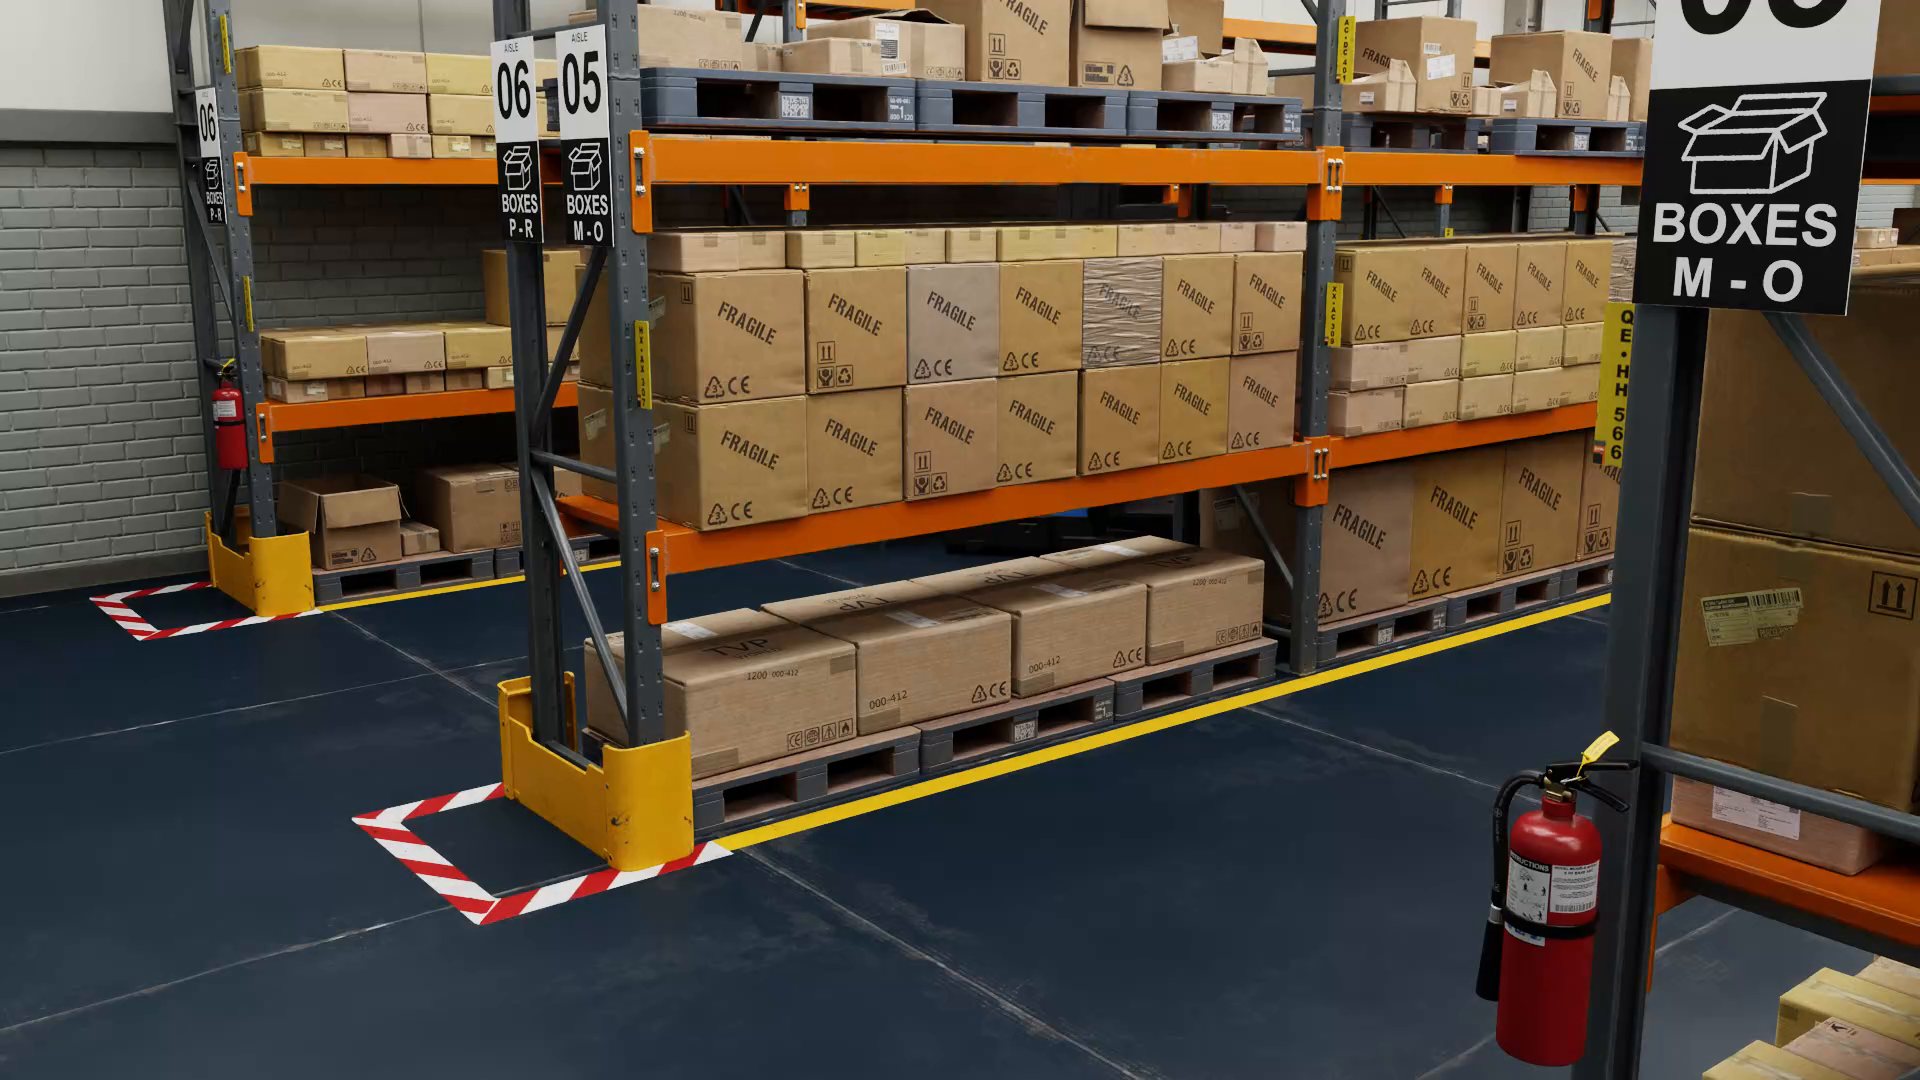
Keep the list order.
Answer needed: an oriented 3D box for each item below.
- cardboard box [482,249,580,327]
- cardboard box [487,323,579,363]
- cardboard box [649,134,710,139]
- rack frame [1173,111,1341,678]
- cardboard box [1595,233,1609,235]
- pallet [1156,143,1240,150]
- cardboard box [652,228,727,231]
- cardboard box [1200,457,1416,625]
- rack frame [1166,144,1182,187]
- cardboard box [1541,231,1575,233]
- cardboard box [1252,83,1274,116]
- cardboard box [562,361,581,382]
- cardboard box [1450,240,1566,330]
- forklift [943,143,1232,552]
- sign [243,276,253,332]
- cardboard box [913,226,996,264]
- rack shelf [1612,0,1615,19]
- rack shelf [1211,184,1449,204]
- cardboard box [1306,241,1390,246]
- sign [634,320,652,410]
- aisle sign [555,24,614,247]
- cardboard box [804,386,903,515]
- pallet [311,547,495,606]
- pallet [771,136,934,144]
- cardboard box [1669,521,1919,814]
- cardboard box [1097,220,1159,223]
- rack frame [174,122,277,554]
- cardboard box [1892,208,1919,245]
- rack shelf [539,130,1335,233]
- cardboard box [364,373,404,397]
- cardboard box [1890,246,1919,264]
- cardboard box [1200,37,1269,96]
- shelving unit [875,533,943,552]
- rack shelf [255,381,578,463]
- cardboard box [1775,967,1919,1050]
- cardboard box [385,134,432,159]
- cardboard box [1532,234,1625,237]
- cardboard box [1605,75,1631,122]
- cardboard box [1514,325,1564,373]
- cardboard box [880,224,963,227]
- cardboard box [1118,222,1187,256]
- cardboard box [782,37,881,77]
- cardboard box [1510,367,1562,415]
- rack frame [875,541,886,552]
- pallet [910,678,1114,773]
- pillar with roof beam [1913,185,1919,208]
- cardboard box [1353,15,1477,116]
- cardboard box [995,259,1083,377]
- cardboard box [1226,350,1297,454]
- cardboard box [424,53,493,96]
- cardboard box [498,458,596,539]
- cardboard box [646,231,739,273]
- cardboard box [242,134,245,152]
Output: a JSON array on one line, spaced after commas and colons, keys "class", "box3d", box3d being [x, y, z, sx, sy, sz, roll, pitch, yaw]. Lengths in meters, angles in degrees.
[{"class": "cardboard box", "box3d": [-2.935, -1.735, 11.420, 0.500, 0.500, 0.500, -9, 15, -36]}, {"class": "cardboard box", "box3d": [-2.933, -1.376, 11.530, 0.500, 0.250, 0.500, -10, 16, -39]}, {"class": "cardboard box", "box3d": [-2.125, -2.973, 11.830, 0.500, 0.250, 0.500, -10, 16, -40]}, {"class": "rack frame", "box3d": [1.598, -0.801, 9.180, 0.127, 3.000, 1.000, -9, 15, -38]}, {"class": "cardboard box", "box3d": [7.356, -3.518, 19.458, 0.250, 0.149, 0.380, -9, 15, -36]}, {"class": "pallet", "box3d": [2.092, -3.602, 15.604, 1.003, 0.211, 1.213, -9, 15, -35]}, {"class": "cardboard box", "box3d": [-1.187, -1.253, 7.099, 0.250, 0.149, 0.380, -9, 15, -37]}, {"class": "cardboard box", "box3d": [2.032, -0.061, 9.797, 0.875, 0.875, 0.875, -9, 15, -36]}, {"class": "rack frame", "box3d": [1.618, -2.125, 15.413, 0.127, 3.000, 1.000, -9, 15, -38]}, {"class": "cardboard box", "box3d": [7.222, -3.641, 20.036, 0.250, 0.149, 0.380, -9, 15, -36]}, {"class": "cardboard box", "box3d": [2.667, -4.031, 15.678, 0.500, 0.500, 0.700, -10, 15, -39]}, {"class": "cardboard box", "box3d": [-2.813, -1.203, 11.678, 0.250, 0.149, 0.380, -9, 15, -38]}, {"class": "cardboard box", "box3d": [3.294, -1.553, 10.072, 0.500, 0.500, 0.500, -10, 15, -39]}, {"class": "forklift", "box3d": [1.440, -1.386, 12.101, 3.031, 2.935, 1.130, 2, 12, 9]}, {"class": "sign", "box3d": [-4.290, -1.422, 10.020, 0.005, 0.325, 0.100, -9, 15, -38]}, {"class": "cardboard box", "box3d": [-0.053, -1.304, 7.341, 0.250, 0.149, 0.380, -9, 15, -37]}, {"class": "rack shelf", "box3d": [6.283, -3.967, 12.339, 4.000, 0.370, 1.077, -9, 15, -38]}, {"class": "rack shelf", "box3d": [3.179, -3.500, 16.398, 4.000, 0.370, 1.077, -9, 15, -38]}, {"class": "cardboard box", "box3d": [2.190, -1.506, 9.852, 0.500, 0.500, 0.500, -9, 15, -37]}, {"class": "sign", "box3d": [-1.183, -0.653, 6.210, 0.005, 0.325, 0.100, -9, 15, -38]}, {"class": "aisle sign", "box3d": [-1.400, -1.497, 6.200, 0.004, 0.787, 0.394, -9, 15, -38]}, {"class": "cardboard box", "box3d": [-0.594, -0.417, 7.129, 0.500, 0.500, 0.500, -10, 15, -38]}, {"class": "pallet", "box3d": [-3.948, 0.164, 11.349, 1.213, 0.211, 1.003, -9, 15, -38]}, {"class": "pallet", "box3d": [-0.953, -3.054, 13.022, 1.003, 0.211, 1.213, -9, 15, -38]}, {"class": "cardboard box", "box3d": [1.836, 0.213, 3.446, 0.500, 0.500, 0.500, -9, 15, -37]}, {"class": "cardboard box", "box3d": [0.826, -1.582, 8.646, 0.250, 0.149, 0.380, -10, 15, -38]}, {"class": "rack frame", "box3d": [-4.629, -1.087, 10.524, 0.127, 3.000, 1.000, -9, 15, -38]}, {"class": "cardboard box", "box3d": [8.324, -2.545, 14.026, 0.500, 0.500, 0.700, -10, 15, -38]}, {"class": "rack shelf", "box3d": [0.036, -1.657, 7.721, 4.000, 0.370, 1.077, -9, 15, -38]}, {"class": "cardboard box", "box3d": [-3.848, -1.042, 10.920, 0.250, 0.149, 0.380, -10, 15, -38]}, {"class": "cardboard box", "box3d": [7.241, -2.077, 13.222, 0.500, 0.500, 0.500, -9, 15, -37]}, {"class": "cardboard box", "box3d": [1.299, -2.322, 8.193, 0.258, 0.266, 0.396, -9, 15, -36]}, {"class": "shelving unit", "box3d": [-0.467, -0.734, 12.474, 0.431, 1.500, 0.755, 10, 16, 39]}, {"class": "rack shelf", "box3d": [-3.067, -0.994, 11.821, 4.000, 0.370, 1.077, -9, 15, -38]}, {"class": "cardboard box", "box3d": [2.256, 1.219, 4.089, 0.250, 0.149, 0.380, -10, 15, -39]}, {"class": "cardboard box", "box3d": [-3.577, -2.519, 10.654, 0.250, 0.149, 0.380, -9, 15, -36]}, {"class": "cardboard box", "box3d": [4.184, -1.834, 11.395, 0.500, 0.500, 0.500, -10, 16, -40]}, {"class": "cardboard box", "box3d": [3.865, -2.692, 10.174, 0.258, 0.266, 0.396, -10, 16, -39]}, {"class": "cardboard box", "box3d": [3.312, -1.183, 10.136, 0.500, 0.250, 0.500, -10, 16, -39]}, {"class": "cardboard box", "box3d": [-0.191, -1.422, 7.894, 0.250, 0.149, 0.380, -9, 15, -36]}, {"class": "cardboard box", "box3d": [0.895, -1.482, 8.175, 0.250, 0.149, 0.380, -10, 15, -38]}, {"class": "cardboard box", "box3d": [-0.532, -1.985, 6.885, 0.250, 0.149, 0.380, -9, 15, -36]}, {"class": "cardboard box", "box3d": [3.316, -0.937, 10.179, 0.500, 0.250, 0.500, -10, 15, -39]}, {"class": "rack frame", "box3d": [-0.705, -0.676, 12.202, 0.400, 1.500, 0.023, 10, 16, 39]}, {"class": "pallet", "box3d": [0.002, 0.808, 8.315, 1.213, 0.211, 1.003, -9, 15, -38]}, {"class": "pillar with roof beam", "box3d": [18.818, -7.012, 23.986, 0.400, 9.000, 9.100, -9, 15, -38]}, {"class": "cardboard box", "box3d": [2.467, -2.590, 9.131, 0.500, 0.500, 0.500, -10, 15, -39]}, {"class": "cardboard box", "box3d": [0.213, -1.037, 7.644, 0.500, 0.500, 0.500, -9, 15, -37]}, {"class": "cardboard box", "box3d": [1.396, -0.748, 8.691, 0.500, 0.500, 0.500, -9, 15, -37]}, {"class": "cardboard box", "box3d": [-3.333, -3.018, 10.839, 0.500, 0.250, 0.500, -10, 15, -39]}, {"class": "cardboard box", "box3d": [-2.925, -0.290, 11.781, 0.500, 0.500, 0.500, -9, 15, -37]}, {"class": "cardboard box", "box3d": [-1.075, -1.138, 6.559, 0.250, 0.149, 0.380, -9, 15, -36]}, {"class": "cardboard box", "box3d": [-4.524, -2.510, 10.611, 0.250, 0.149, 0.380, -9, 15, -36]}]
